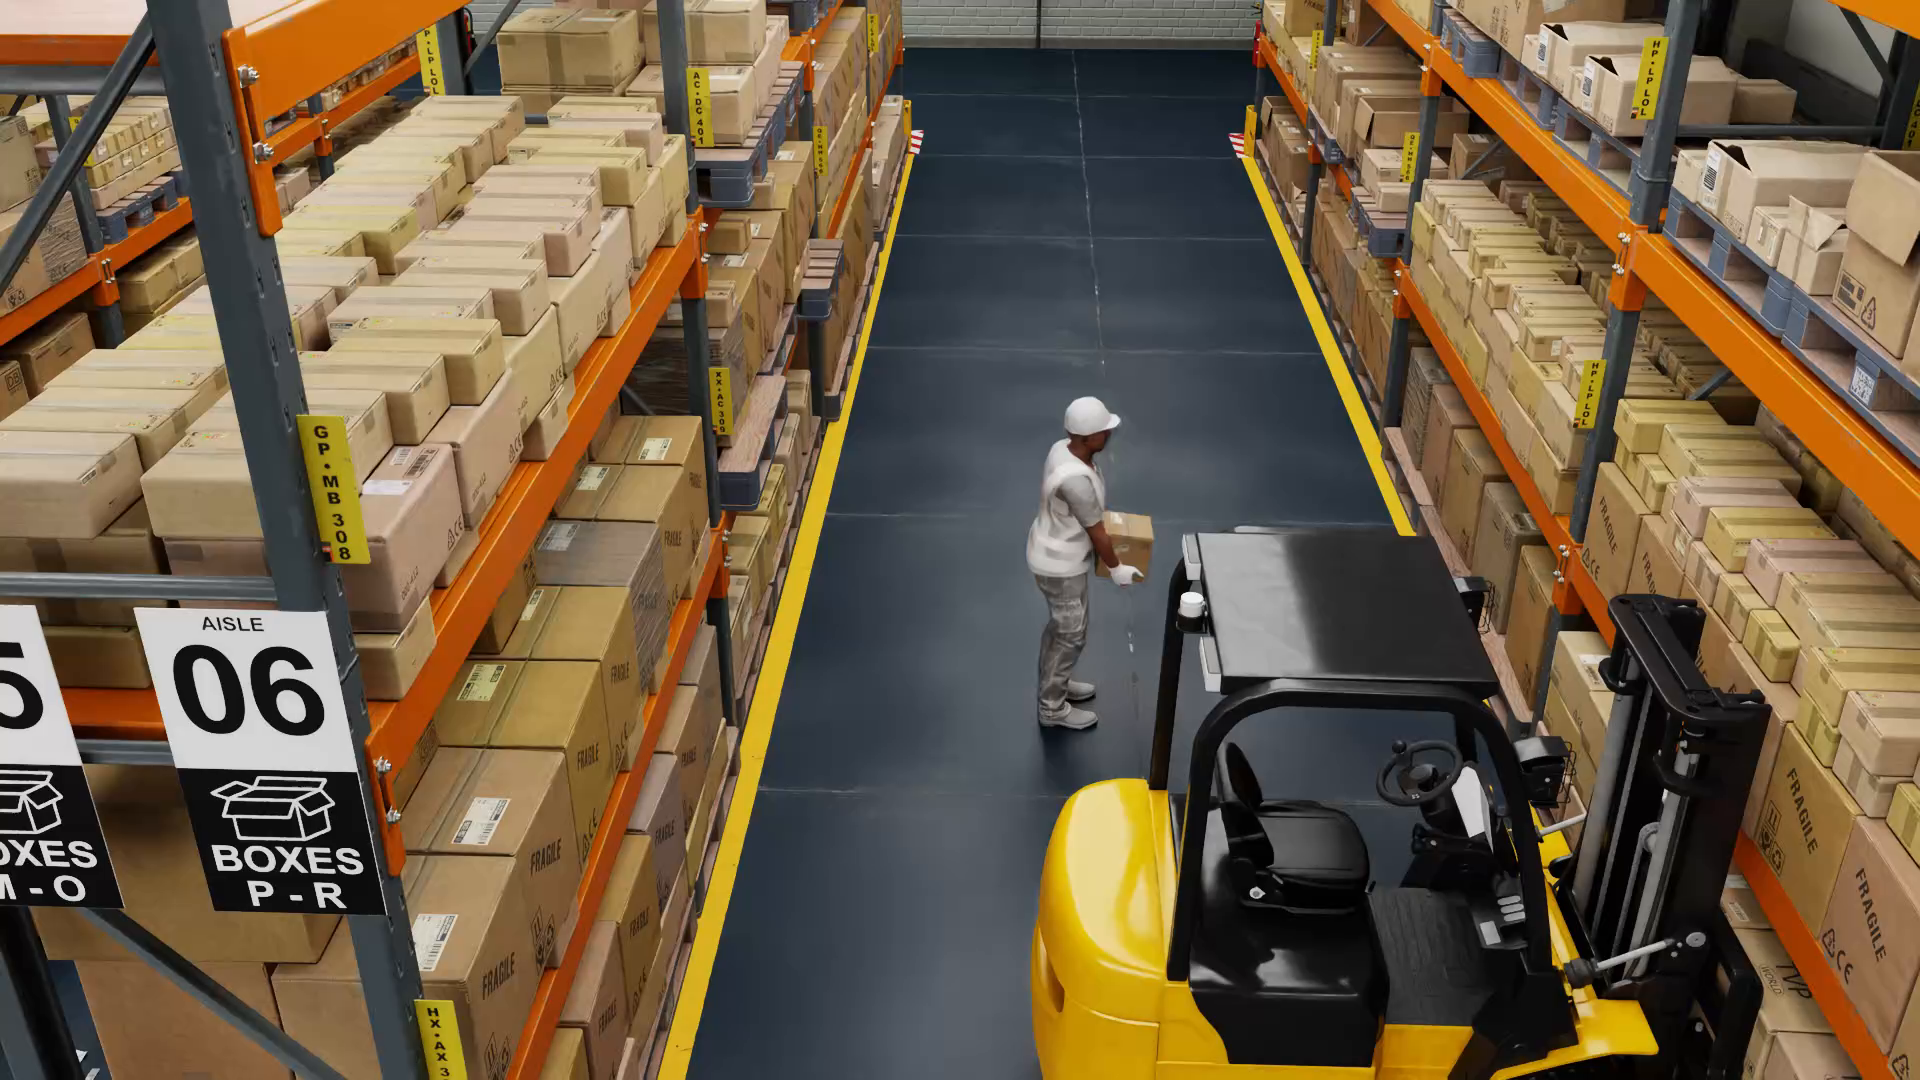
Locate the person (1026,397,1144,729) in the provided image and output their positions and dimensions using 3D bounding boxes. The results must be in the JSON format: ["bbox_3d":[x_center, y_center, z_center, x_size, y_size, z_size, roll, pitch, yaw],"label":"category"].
[{"bbox_3d":[0.628,0.103,8.412,0.588,1.773,0.492,0,28,1],"label":"person"}]
